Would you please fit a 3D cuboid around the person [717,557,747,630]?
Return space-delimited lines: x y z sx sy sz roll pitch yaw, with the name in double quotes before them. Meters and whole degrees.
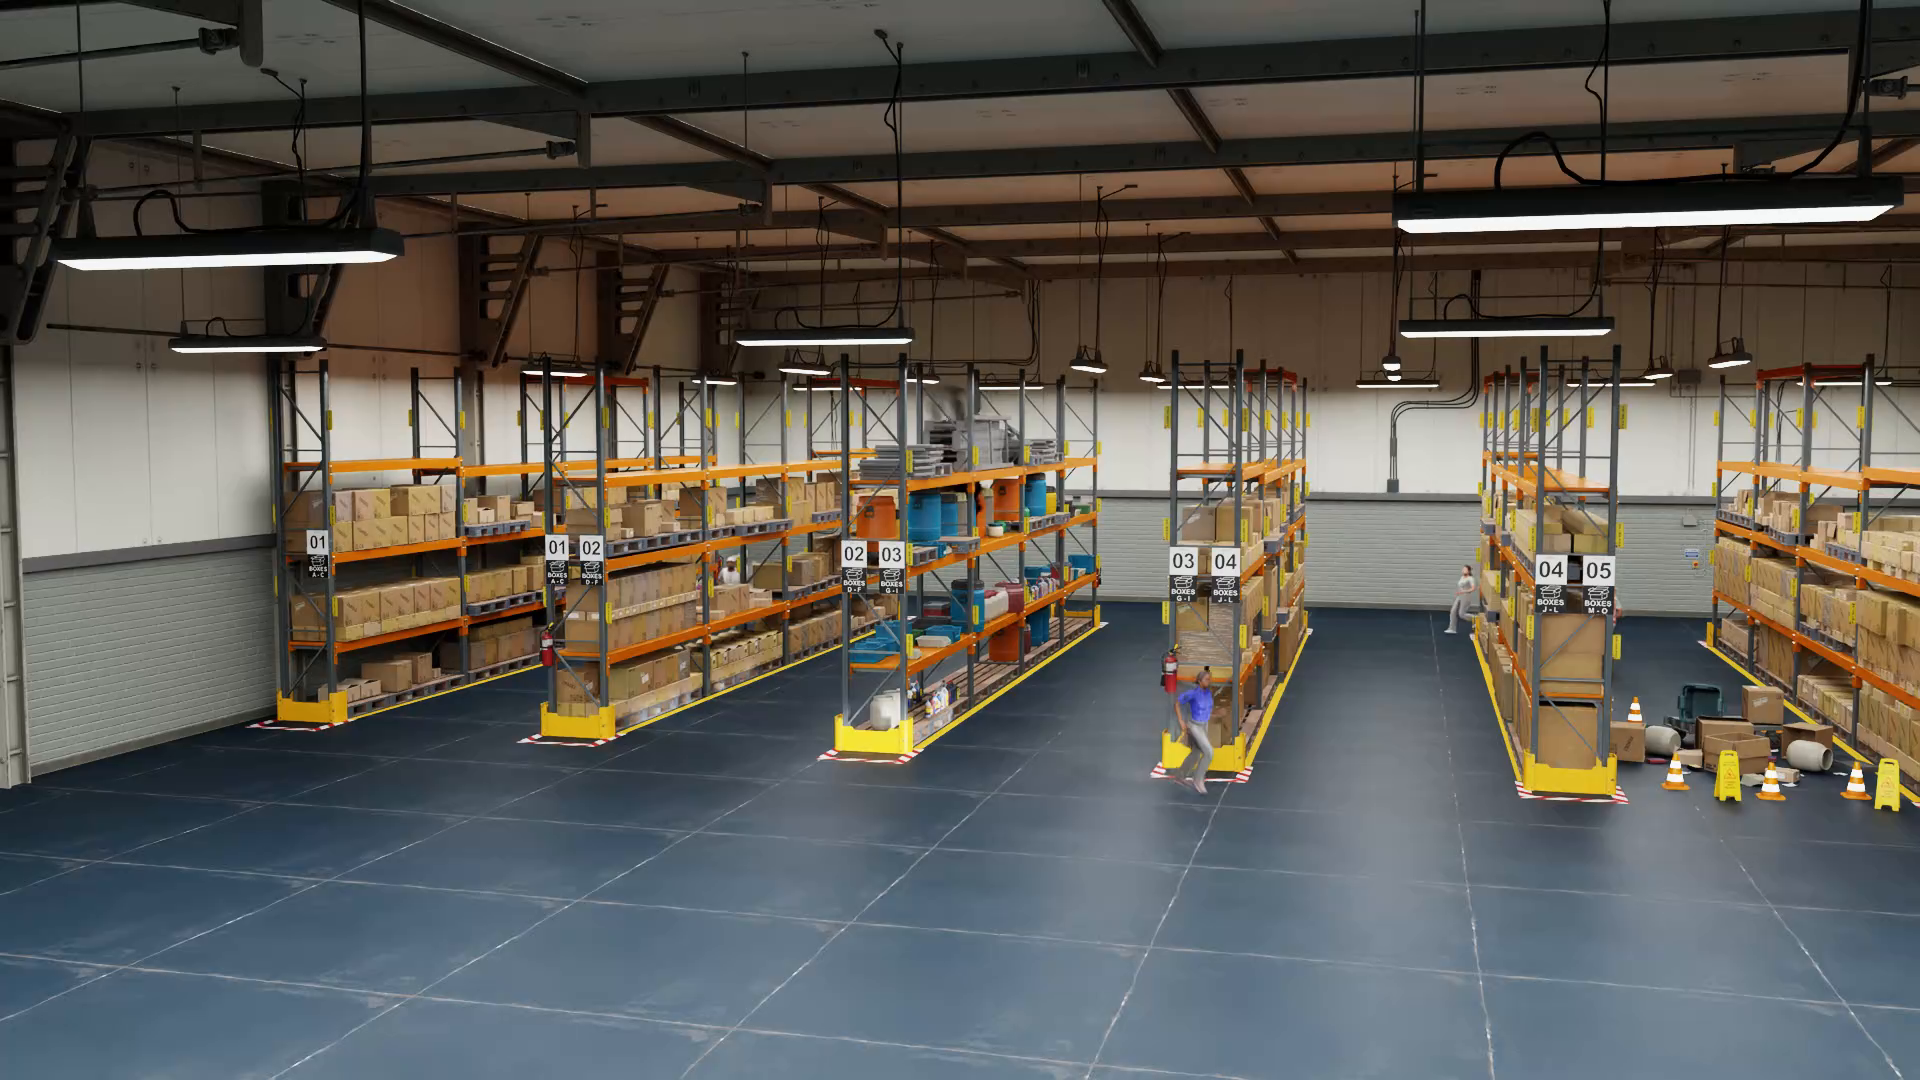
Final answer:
"person" -5.469 1.276 39.704 0.686 1.745 0.572 0 4 2

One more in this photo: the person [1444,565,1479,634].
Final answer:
"person" 11.776 1.399 38.948 0.846 1.635 0.627 -1 4 -19

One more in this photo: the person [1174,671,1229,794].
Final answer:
"person" 3.216 2.593 22.398 0.783 1.668 0.593 3 5 39

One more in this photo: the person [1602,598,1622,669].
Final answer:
"person" 12.917 1.755 33.293 0.645 1.732 0.826 1 4 17

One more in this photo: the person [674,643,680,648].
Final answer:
"person" -5.971 1.630 34.992 0.691 1.734 0.630 1 4 13
